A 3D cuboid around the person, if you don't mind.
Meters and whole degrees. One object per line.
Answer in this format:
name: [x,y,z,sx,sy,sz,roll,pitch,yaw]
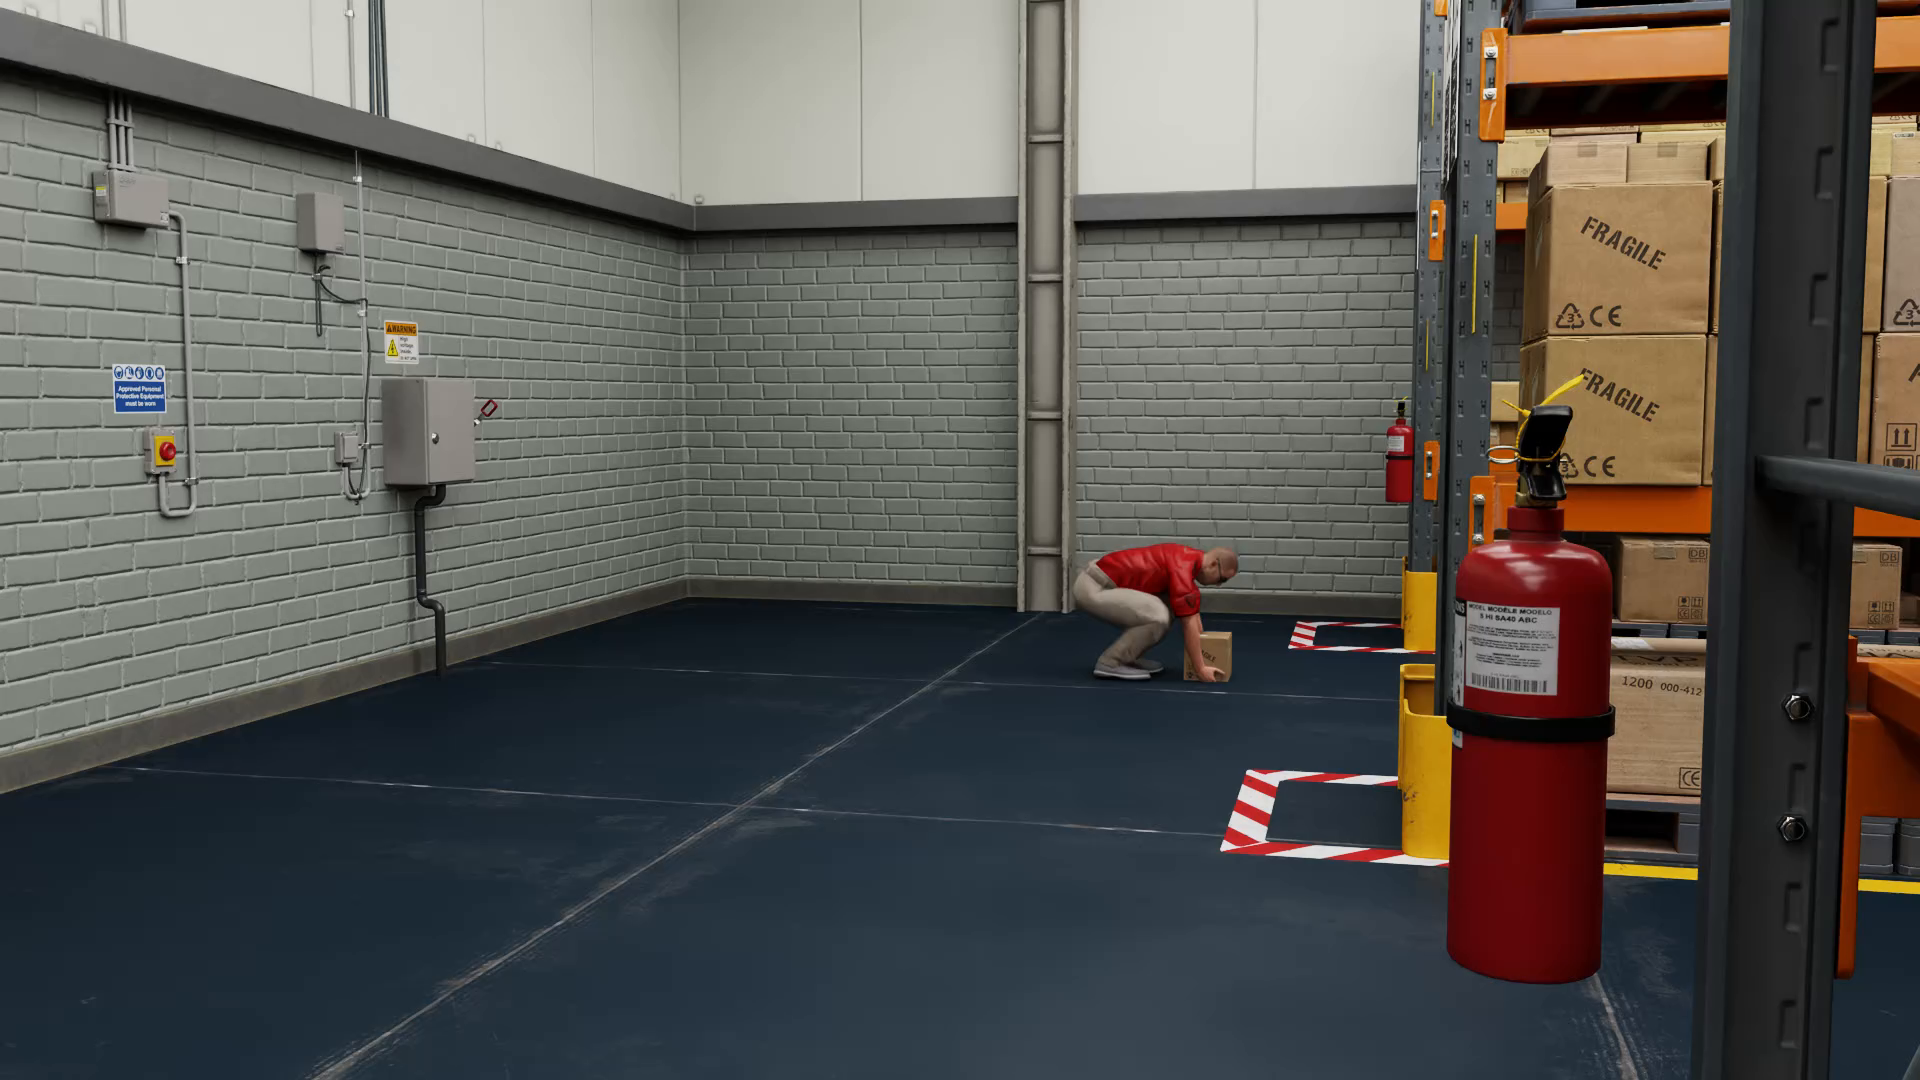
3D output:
person: [1.121,0.415,9.563,0.935,0.786,0.523,1,5,12]
